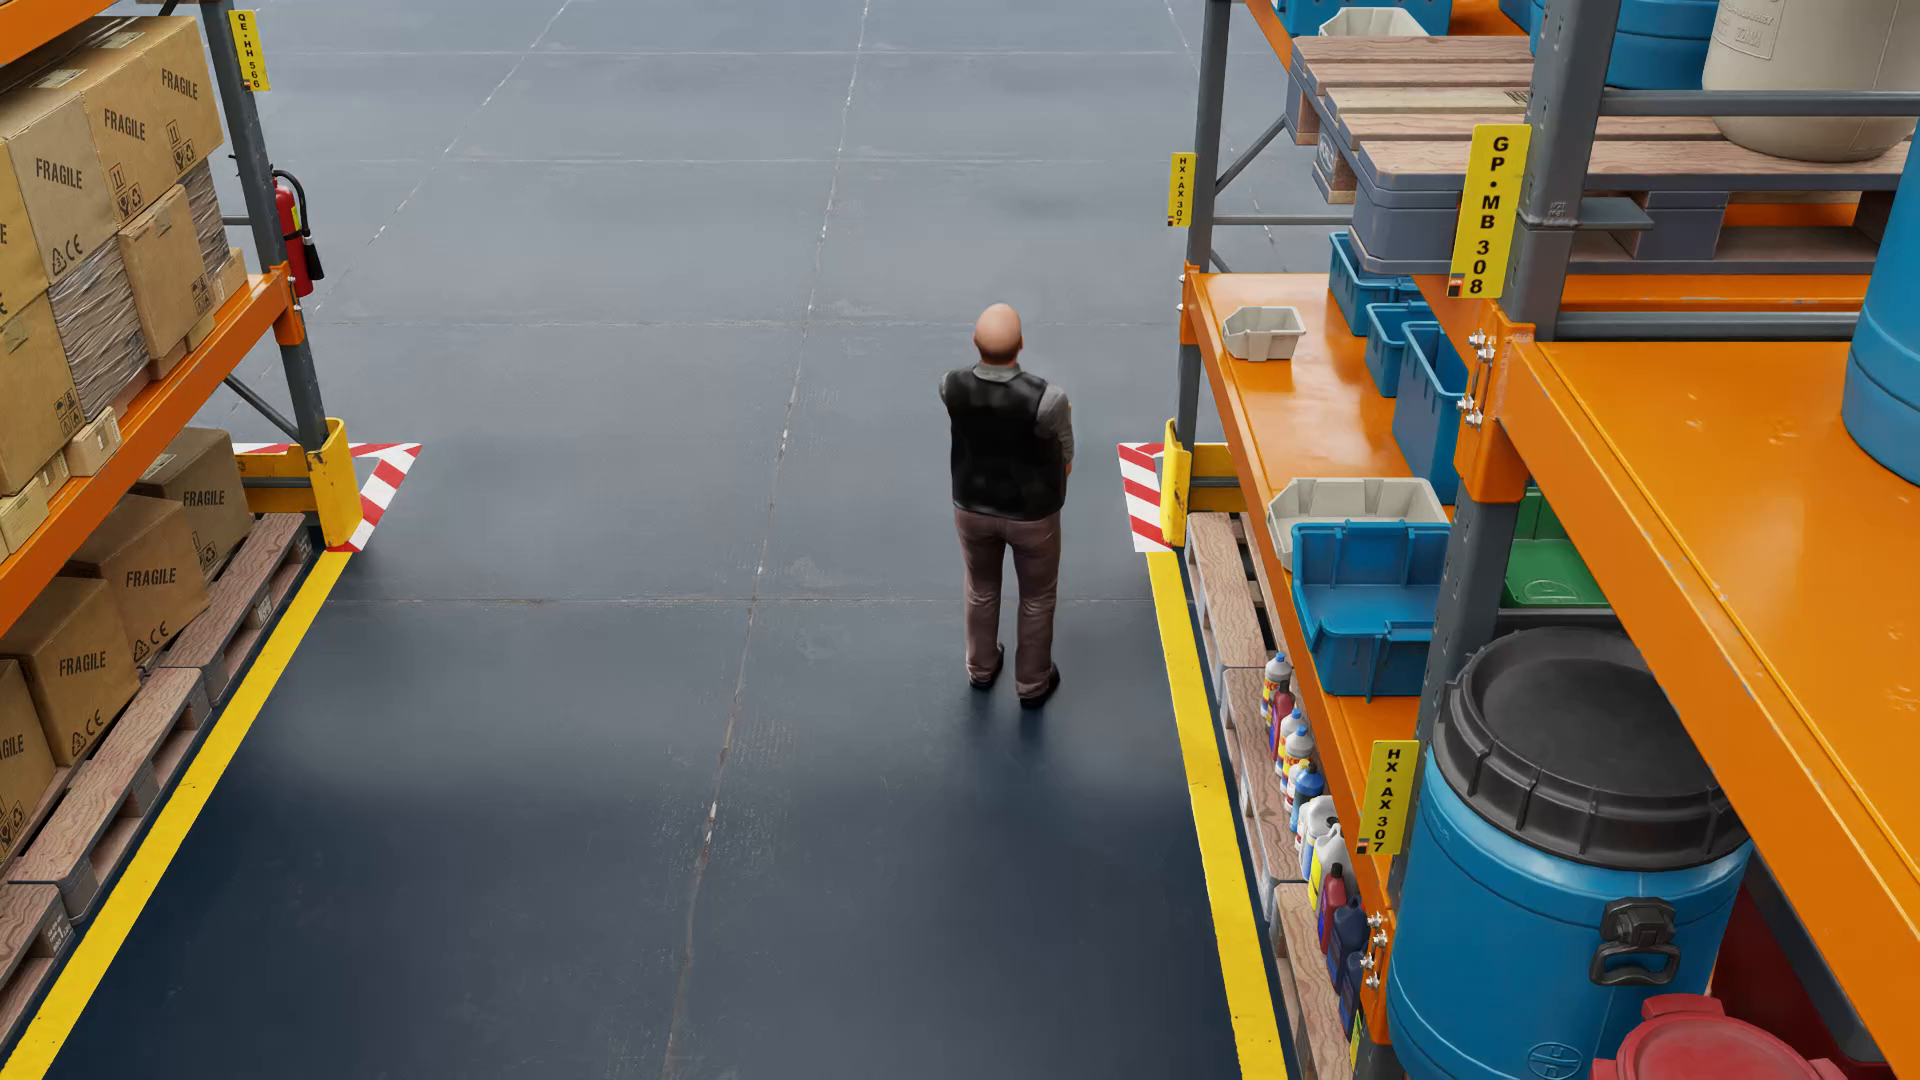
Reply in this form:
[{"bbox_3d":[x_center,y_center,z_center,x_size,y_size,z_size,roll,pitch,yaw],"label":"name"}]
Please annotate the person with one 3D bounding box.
[{"bbox_3d":[0.197,-0.170,6.447,0.494,1.711,0.559,10,33,16],"label":"person"}]
